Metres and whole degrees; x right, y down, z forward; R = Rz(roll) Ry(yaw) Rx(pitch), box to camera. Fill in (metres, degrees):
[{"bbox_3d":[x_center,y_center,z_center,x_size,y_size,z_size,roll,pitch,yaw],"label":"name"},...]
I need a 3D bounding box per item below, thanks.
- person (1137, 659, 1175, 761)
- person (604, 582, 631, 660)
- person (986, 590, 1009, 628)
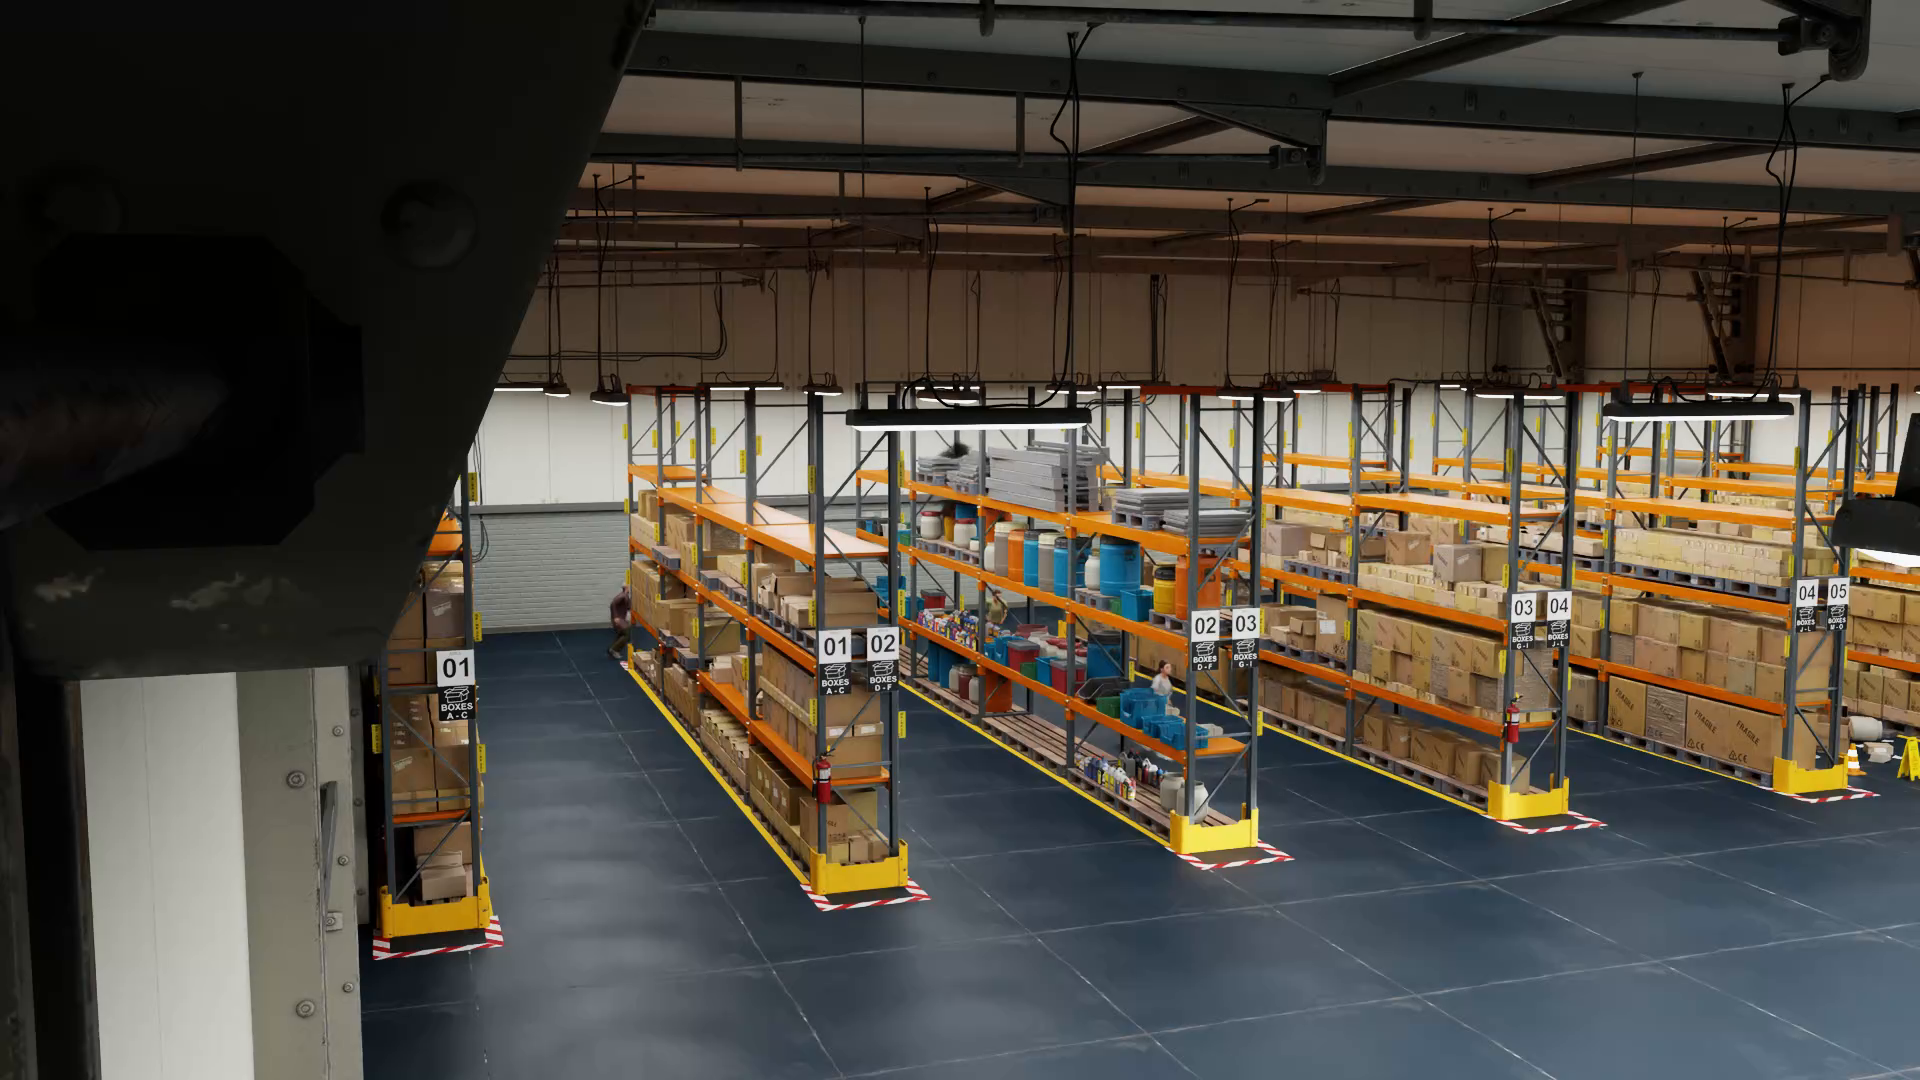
[{"bbox_3d":[3.160,2.728,26.999,0.539,1.638,0.834,-6,8,-44],"label":"person"},{"bbox_3d":[-7.361,1.764,36.260,0.819,1.698,0.728,0,6,-4],"label":"person"},{"bbox_3d":[0.764,1.792,36.859,0.577,1.493,1.017,-1,6,-8],"label":"person"}]
